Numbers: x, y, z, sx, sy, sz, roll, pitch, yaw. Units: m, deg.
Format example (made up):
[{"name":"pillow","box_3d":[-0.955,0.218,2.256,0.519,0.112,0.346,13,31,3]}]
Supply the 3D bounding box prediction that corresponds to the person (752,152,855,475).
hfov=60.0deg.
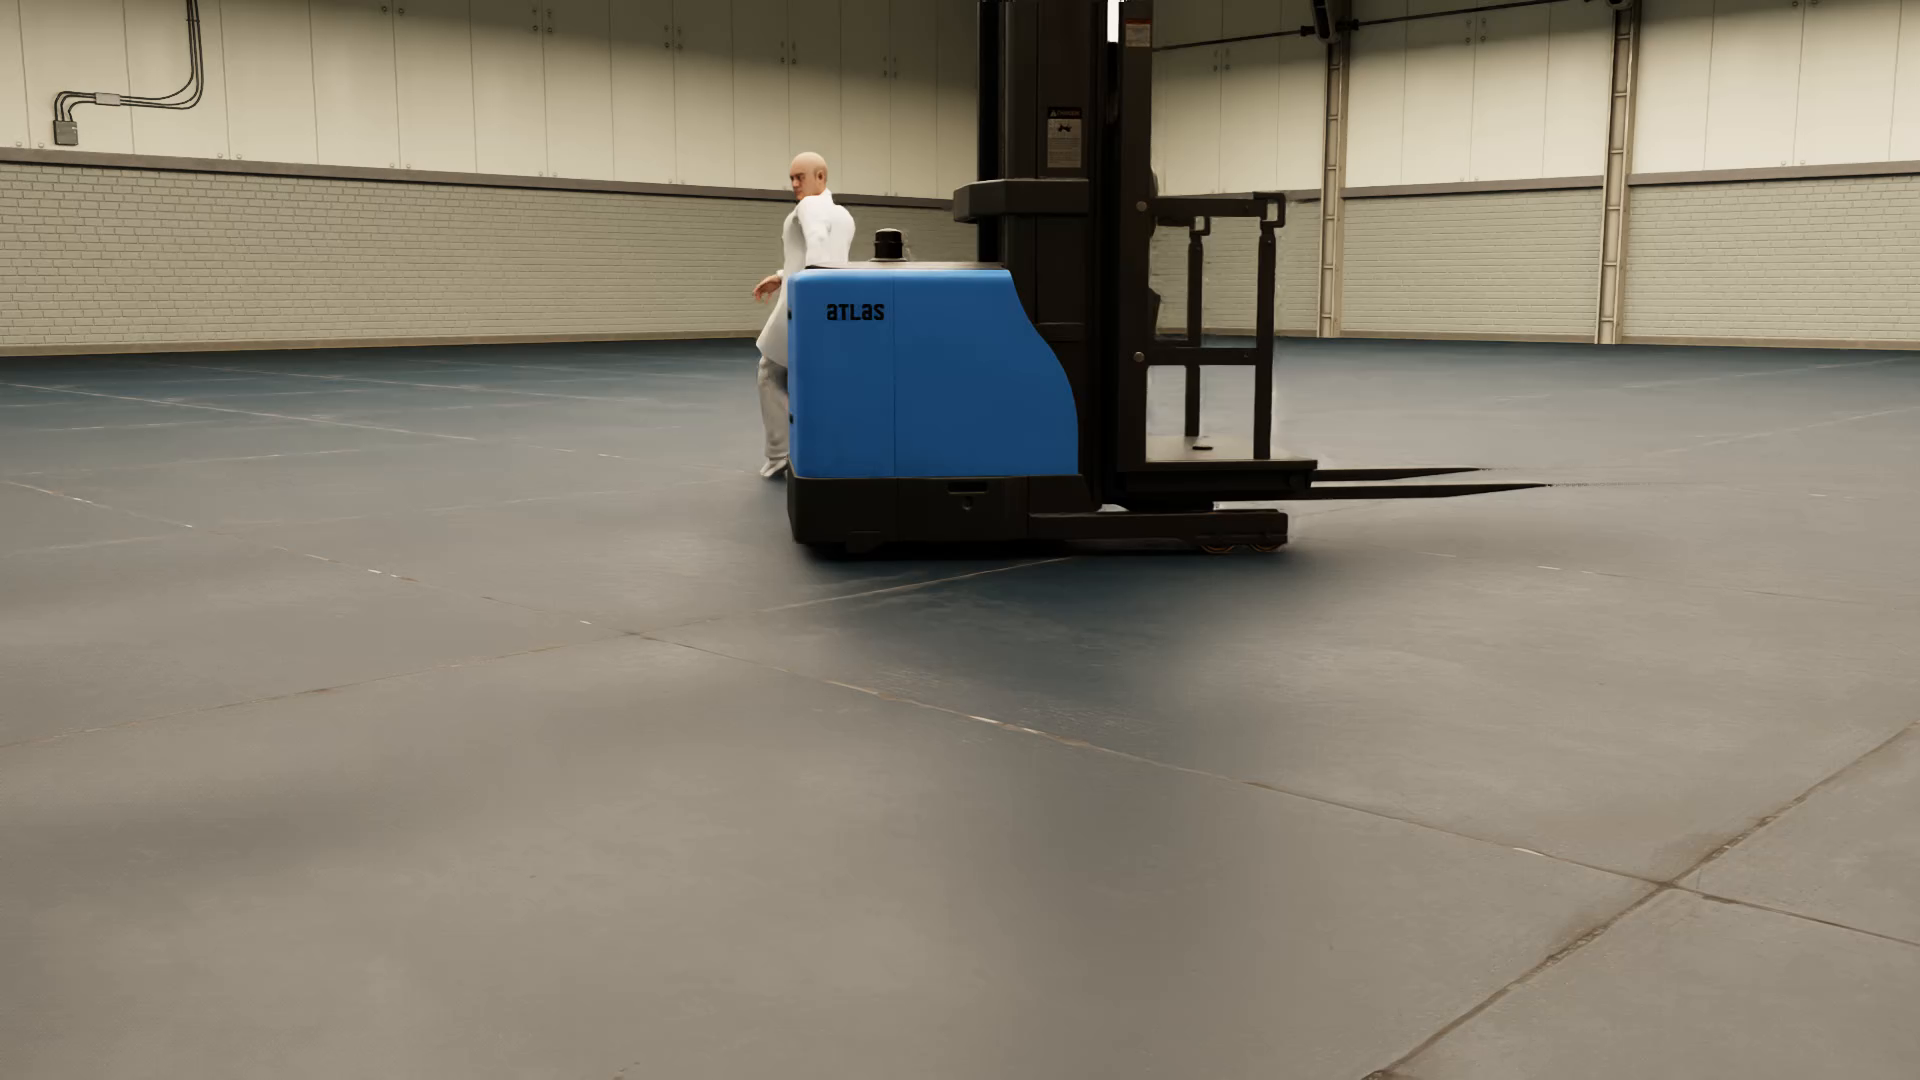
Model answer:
[{"name":"person","box_3d":[-0.784,-1.146,8.807,0.892,1.781,0.655,8,12,44]}]

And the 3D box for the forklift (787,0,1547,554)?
[{"name":"forklift","box_3d":[0.825,-1.471,6.645,3.031,2.935,1.130,-1,9,-8]}]
